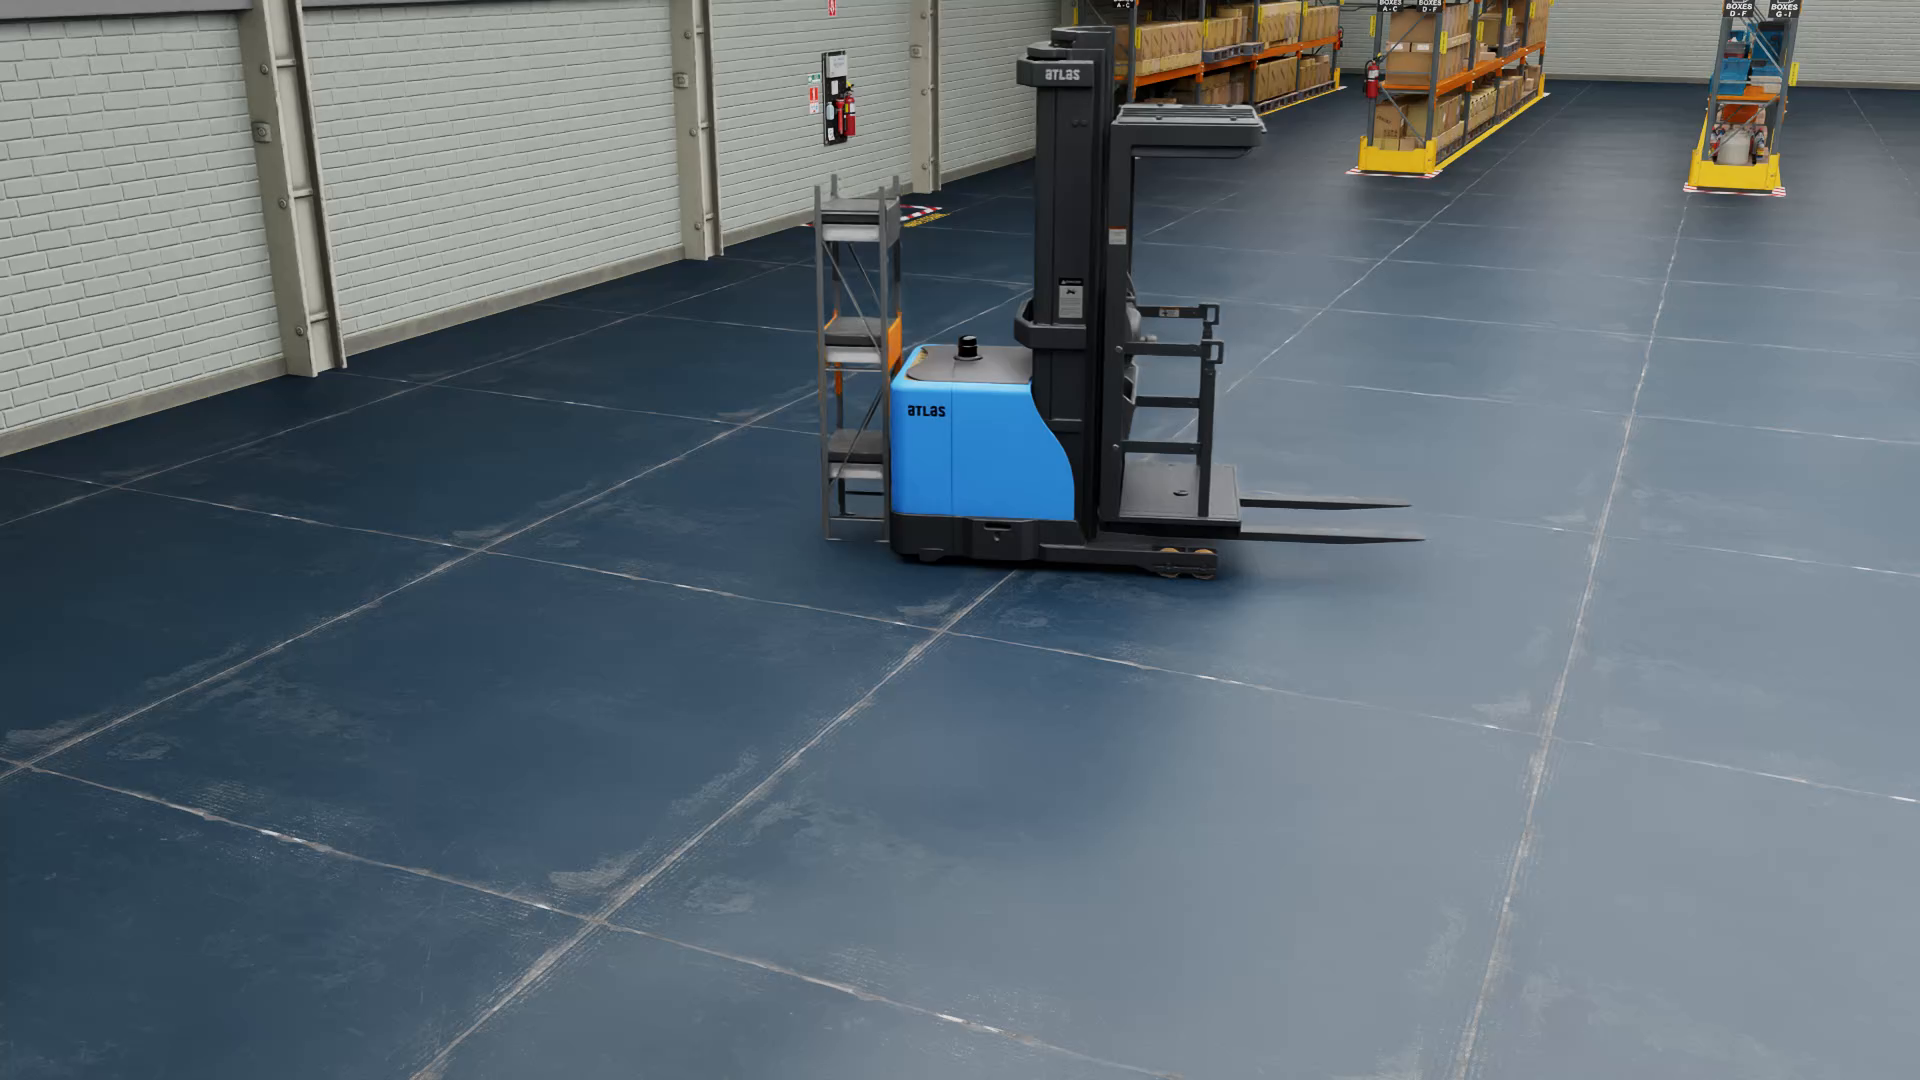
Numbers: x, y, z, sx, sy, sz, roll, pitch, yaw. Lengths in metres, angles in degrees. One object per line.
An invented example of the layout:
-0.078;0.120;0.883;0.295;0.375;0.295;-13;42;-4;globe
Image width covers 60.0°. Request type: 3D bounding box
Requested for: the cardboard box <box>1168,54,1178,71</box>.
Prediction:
3.573;-8.526;29.661;0.500;0.250;0.500;9;21;23;cardboard box

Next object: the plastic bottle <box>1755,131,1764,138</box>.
12.926;-6.441;26.900;0.144;0.351;0.185;8;21;22;plastic bottle

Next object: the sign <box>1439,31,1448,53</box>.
7.486;-7.701;25.735;0.100;0.325;0.005;9;21;23;sign

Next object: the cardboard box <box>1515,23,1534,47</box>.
12.353;-11.167;36.744;0.500;0.500;0.500;9;22;24;cardboard box

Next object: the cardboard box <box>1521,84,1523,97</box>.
12.265;-10.041;37.082;0.500;0.311;0.500;9;21;23;cardboard box

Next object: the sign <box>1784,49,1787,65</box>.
13.635;-7.927;27.369;0.100;0.325;0.005;9;21;23;sign

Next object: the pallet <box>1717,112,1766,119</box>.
15.561;-8.403;33.281;1.003;0.211;1.213;9;21;23;pallet

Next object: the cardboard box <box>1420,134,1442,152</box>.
7.606;-6.523;27.310;0.500;0.250;0.500;9;21;23;cardboard box

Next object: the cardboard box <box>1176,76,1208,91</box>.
4.562;-8.980;32.698;0.500;0.250;0.500;8;21;22;cardboard box

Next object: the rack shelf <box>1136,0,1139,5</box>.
3.280;-9.698;29.358;1.077;0.370;4.000;9;21;23;rack shelf

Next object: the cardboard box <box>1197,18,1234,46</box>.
5.064;-10.183;33.320;0.700;0.500;0.500;9;21;23;cardboard box

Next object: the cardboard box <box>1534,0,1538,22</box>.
12.556;-11.783;36.984;0.500;0.500;0.500;8;21;21;cardboard box

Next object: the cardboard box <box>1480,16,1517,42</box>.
11.229;-10.698;34.798;0.700;0.500;0.500;3;20;9;cardboard box

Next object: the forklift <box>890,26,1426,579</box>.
1.152;-1.349;9.389;3.031;2.935;1.130;2;20;7;forklift

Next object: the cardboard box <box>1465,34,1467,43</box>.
8.601;-8.721;28.898;0.380;0.149;0.250;8;21;22;cardboard box

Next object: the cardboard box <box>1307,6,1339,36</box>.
8.813;-12.887;41.282;0.980;0.700;0.700;10;22;25;cardboard box

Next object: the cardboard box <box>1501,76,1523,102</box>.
11.955;-9.841;36.238;0.500;0.500;0.500;8;21;22;cardboard box

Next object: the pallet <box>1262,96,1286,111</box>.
6.630;-9.746;37.058;1.003;0.211;1.213;9;21;23;pallet

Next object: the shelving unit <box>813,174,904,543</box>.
-0.584;-1.061;9.818;0.431;2.100;0.503;2;20;7;shelving unit

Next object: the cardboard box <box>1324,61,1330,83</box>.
8.818;-11.696;41.482;0.700;0.500;0.500;9;21;23;cardboard box

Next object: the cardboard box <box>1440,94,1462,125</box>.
8.414;-7.489;28.908;0.500;0.500;0.500;9;21;23;cardboard box

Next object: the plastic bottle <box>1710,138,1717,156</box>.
11.980;-6.272;26.535;0.152;0.276;0.135;9;21;23;plastic bottle

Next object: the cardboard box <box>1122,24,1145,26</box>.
3.089;-8.942;29.712;0.500;0.500;0.500;9;21;23;cardboard box

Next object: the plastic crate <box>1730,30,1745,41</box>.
16.293;-10.531;35.039;0.392;0.384;0.575;9;21;23;plastic crate

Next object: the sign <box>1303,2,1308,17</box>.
7.874;-12.117;37.954;0.100;0.325;0.005;9;21;23;sign

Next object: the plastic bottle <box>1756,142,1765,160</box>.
12.526;-6.086;26.020;0.097;0.271;0.097;0;20;0;plastic bottle

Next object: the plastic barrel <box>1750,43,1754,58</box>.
14.862;-8.979;30.537;0.600;0.536;0.708;9;21;23;plastic barrel

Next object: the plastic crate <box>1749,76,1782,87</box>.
12.704;-7.220;26.188;0.530;0.136;0.437;9;21;23;plastic crate

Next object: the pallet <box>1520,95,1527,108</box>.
12.178;-9.898;37.485;1.003;0.211;1.213;9;21;23;pallet

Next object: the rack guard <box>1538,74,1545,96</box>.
13.503;-11.024;40.220;1.175;0.500;0.348;9;21;23;rack guard

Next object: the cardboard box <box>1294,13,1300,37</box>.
7.416;-11.701;37.772;0.500;0.500;0.500;8;21;22;cardboard box

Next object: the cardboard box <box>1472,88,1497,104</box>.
10.268;-8.752;32.741;0.500;0.311;0.500;9;22;24;cardboard box

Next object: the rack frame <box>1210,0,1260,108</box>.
5.737;-10.458;34.898;1.000;3.000;0.127;9;21;23;rack frame

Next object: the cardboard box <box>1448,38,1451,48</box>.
7.865;-8.171;27.350;0.380;0.149;0.250;8;21;22;cardboard box

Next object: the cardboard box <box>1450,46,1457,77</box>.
8.025;-8.152;28.265;0.700;0.500;0.500;9;21;24;cardboard box

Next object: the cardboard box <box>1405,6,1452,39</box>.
7.622;-8.465;27.209;0.700;0.500;0.500;9;21;23;cardboard box

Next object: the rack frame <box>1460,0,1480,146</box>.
8.620;-8.556;29.551;1.000;3.000;0.127;9;21;23;rack frame

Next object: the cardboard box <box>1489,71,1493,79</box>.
11.066;-9.965;35.466;0.500;0.250;0.500;9;21;23;cardboard box

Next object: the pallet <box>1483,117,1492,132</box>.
9.885;-8.219;32.764;1.003;0.211;1.213;9;21;23;pallet

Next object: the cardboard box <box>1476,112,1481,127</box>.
9.431;-7.863;31.078;0.500;0.250;0.500;8;21;21;cardboard box

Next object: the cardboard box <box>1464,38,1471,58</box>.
9.165;-8.997;30.641;0.500;0.500;0.500;10;22;27;cardboard box

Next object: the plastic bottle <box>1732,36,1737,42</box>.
15.957;-10.222;34.310;0.144;0.351;0.185;9;21;23;plastic bottle

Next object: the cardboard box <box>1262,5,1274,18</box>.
6.378;-11.275;35.455;0.500;0.250;0.500;8;21;22;cardboard box

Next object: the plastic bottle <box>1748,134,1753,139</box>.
12.913;-6.517;27.225;0.152;0.276;0.135;9;21;23;plastic bottle

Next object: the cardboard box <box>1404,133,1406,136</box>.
7.126;-6.595;27.513;0.500;0.250;0.500;9;21;23;cardboard box

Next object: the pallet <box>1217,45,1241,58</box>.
4.964;-9.756;33.212;1.003;0.211;1.213;9;21;23;pallet

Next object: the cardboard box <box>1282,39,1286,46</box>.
7.051;-11.121;37.109;0.380;0.149;0.250;9;21;23;cardboard box

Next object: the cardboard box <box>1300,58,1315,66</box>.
8.295;-11.460;39.852;0.380;0.149;0.250;8;21;21;cardboard box

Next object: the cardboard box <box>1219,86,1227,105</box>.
4.995;-8.963;33.768;0.700;0.500;0.500;8;21;22;cardboard box

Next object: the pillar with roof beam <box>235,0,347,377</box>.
-1.485;-5.078;10.818;9.100;9.000;0.400;9;21;23;pillar with roof beam

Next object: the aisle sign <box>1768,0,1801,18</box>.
11.737;-7.815;23.588;0.394;0.787;0.004;9;21;23;aisle sign

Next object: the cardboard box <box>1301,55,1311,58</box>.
8.480;-11.912;41.123;0.380;0.149;0.250;9;21;23;cardboard box

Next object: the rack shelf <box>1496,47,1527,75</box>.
11.077;-10.051;34.829;1.077;0.370;4.000;9;21;23;rack shelf

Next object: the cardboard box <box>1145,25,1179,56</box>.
3.560;-8.875;29.523;0.500;0.500;0.500;9;22;24;cardboard box
